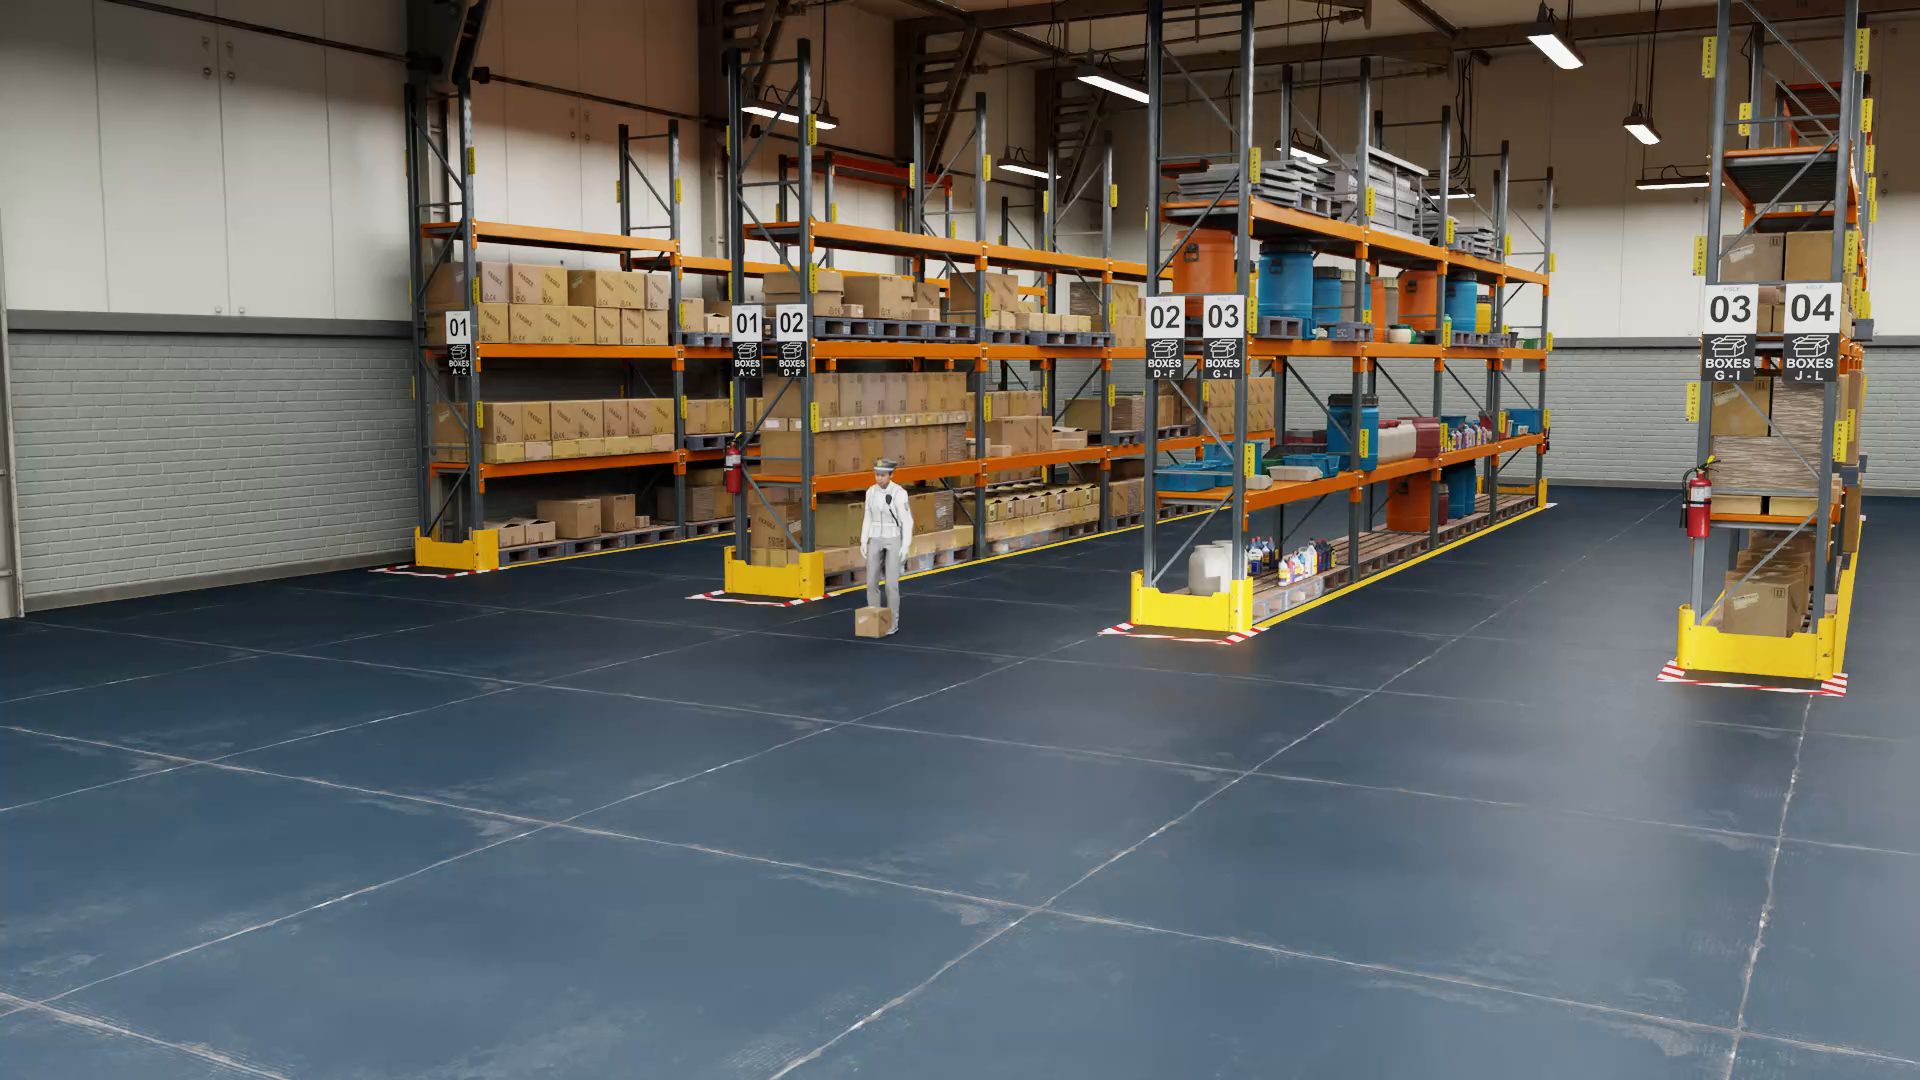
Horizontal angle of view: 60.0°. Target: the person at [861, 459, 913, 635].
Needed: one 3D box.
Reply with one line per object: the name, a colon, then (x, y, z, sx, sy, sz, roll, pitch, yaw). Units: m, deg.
person: (-0.717, 0.055, 15.851, 0.529, 1.659, 0.414, 3, 7, 26)
